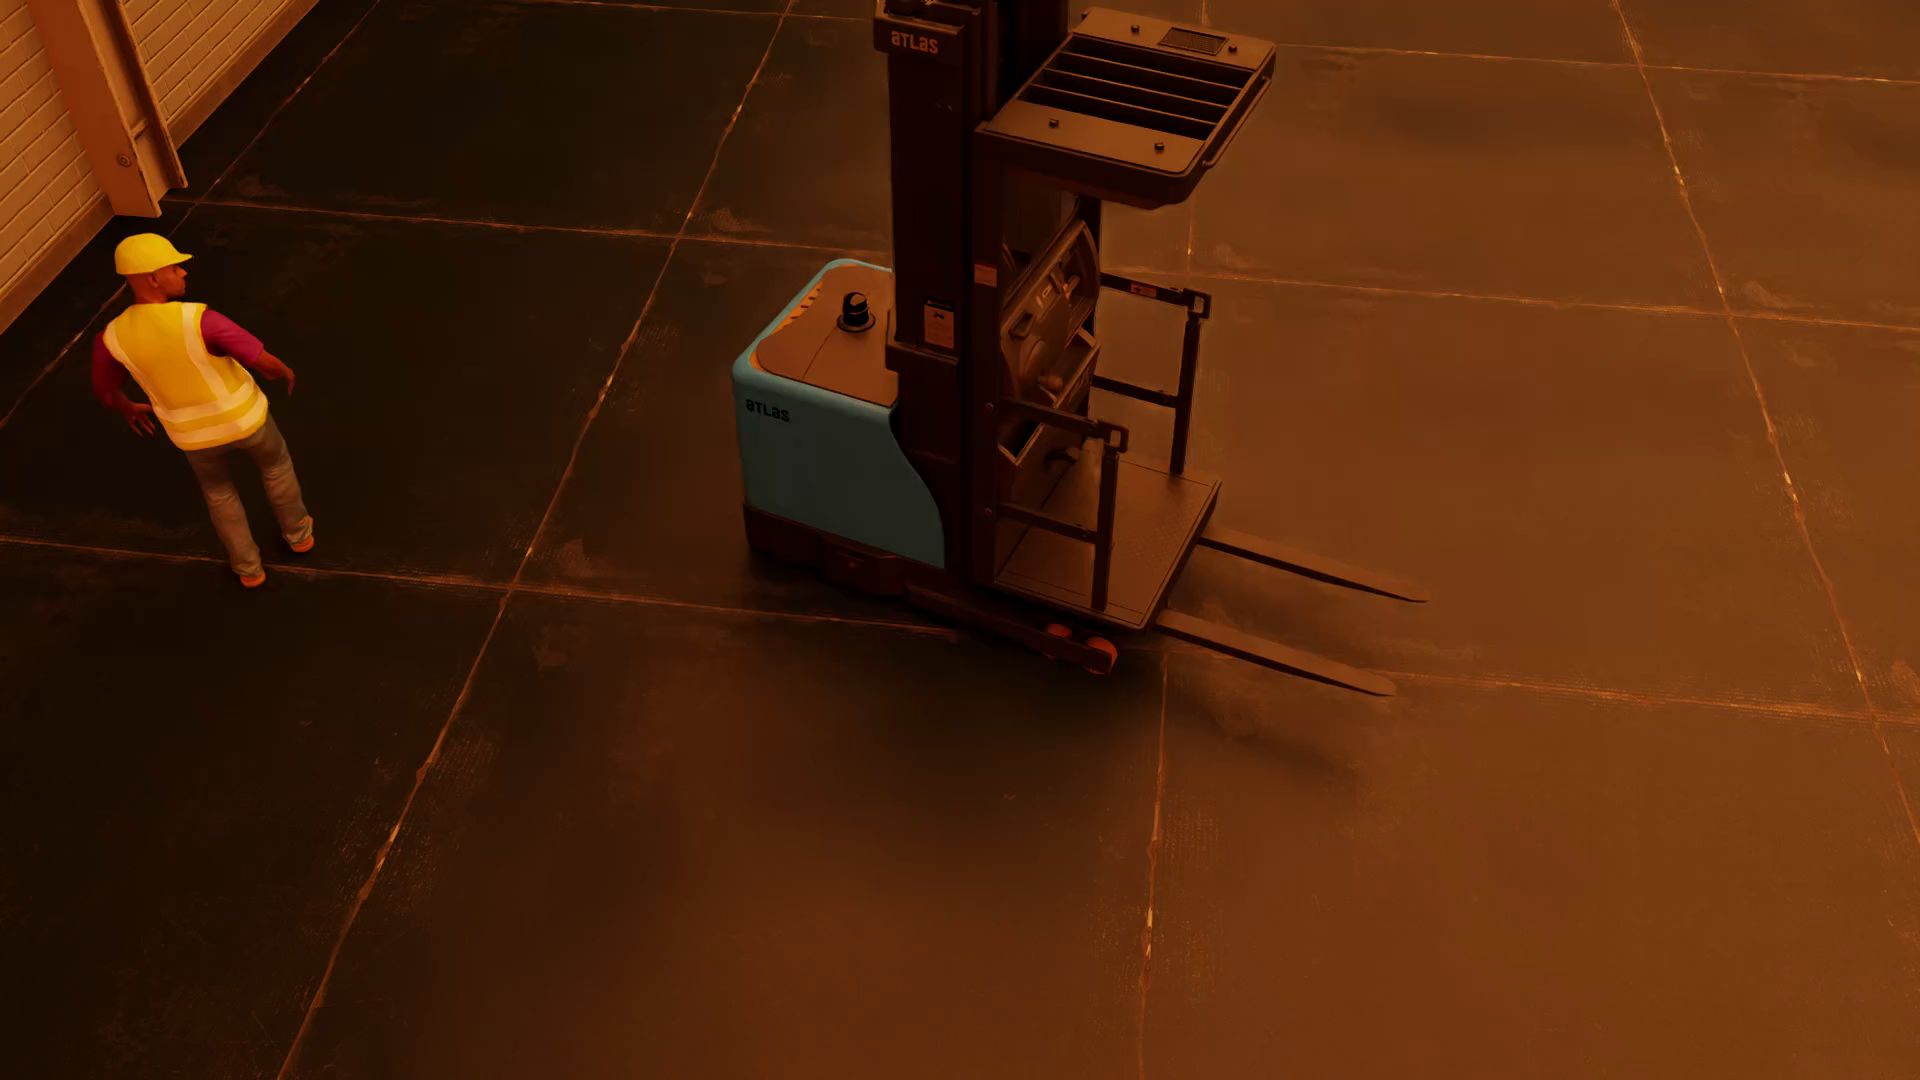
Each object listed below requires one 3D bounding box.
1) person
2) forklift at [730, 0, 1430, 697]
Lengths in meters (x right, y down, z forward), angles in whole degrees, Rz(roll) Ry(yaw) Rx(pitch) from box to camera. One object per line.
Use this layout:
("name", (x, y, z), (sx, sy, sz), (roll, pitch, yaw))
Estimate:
("person", (-3.274, -0.567, 7.237), (0.778, 1.727, 0.510), (-10, 43, -11))
("forklift", (0.554, -0.907, 6.711), (3.031, 2.935, 1.130), (17, 45, 18))
